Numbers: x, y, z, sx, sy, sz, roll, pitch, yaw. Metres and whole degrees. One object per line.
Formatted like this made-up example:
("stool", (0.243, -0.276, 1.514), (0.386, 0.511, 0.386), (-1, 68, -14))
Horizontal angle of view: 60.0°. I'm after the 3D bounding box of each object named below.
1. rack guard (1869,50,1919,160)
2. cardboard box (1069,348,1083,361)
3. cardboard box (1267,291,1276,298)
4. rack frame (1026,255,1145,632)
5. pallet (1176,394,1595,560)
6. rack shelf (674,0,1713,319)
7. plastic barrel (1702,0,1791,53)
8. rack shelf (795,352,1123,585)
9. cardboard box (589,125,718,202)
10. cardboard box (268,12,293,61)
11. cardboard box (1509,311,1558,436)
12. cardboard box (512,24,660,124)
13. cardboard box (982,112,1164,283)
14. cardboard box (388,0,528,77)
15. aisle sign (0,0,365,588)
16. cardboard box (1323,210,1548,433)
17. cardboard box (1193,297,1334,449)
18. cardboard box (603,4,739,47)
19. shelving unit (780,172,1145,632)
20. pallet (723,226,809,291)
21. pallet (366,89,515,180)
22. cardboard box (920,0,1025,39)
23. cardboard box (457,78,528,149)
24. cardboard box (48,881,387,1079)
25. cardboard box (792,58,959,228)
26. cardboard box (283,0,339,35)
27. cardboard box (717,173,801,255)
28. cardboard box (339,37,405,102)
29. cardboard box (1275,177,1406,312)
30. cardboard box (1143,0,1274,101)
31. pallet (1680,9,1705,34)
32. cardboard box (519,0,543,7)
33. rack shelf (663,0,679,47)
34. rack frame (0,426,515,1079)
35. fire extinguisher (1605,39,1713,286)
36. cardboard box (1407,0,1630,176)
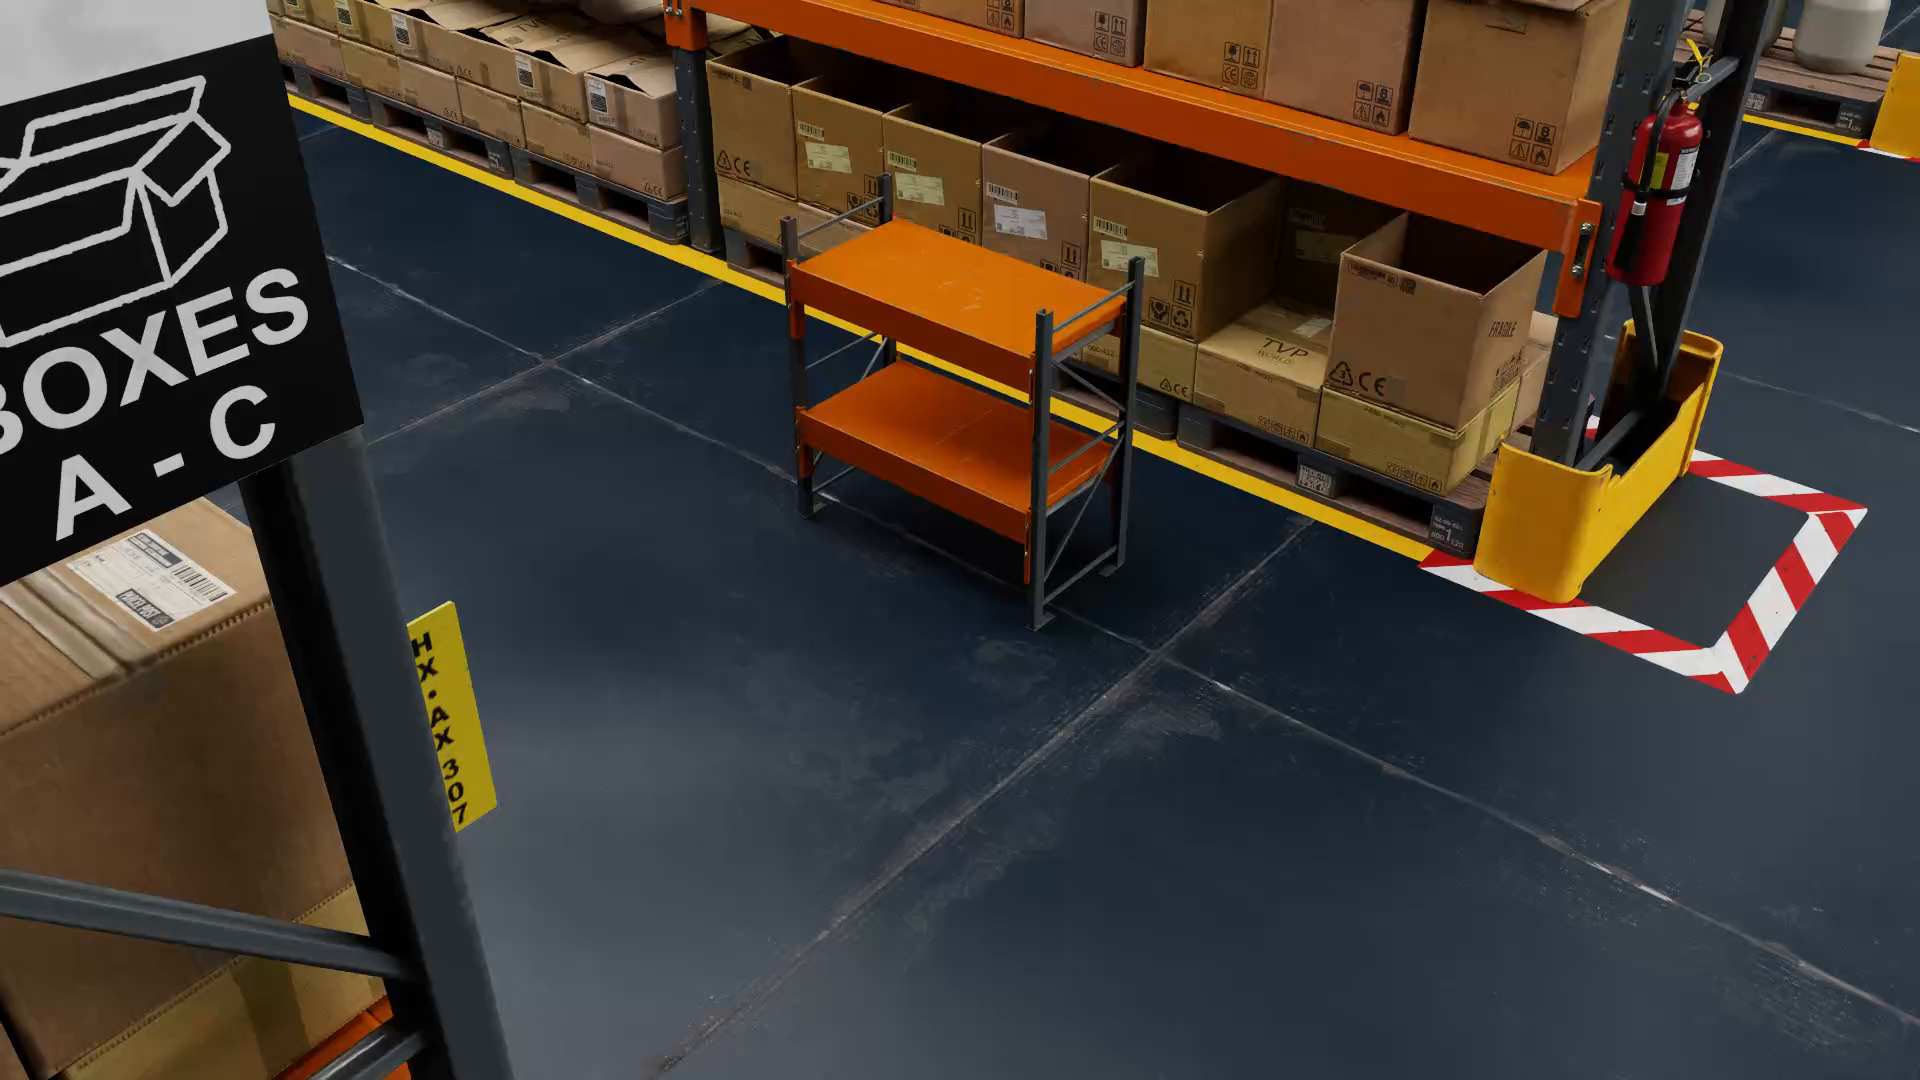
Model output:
("rack guard", (5.278, -2.467, 8.901), (0.348, 0.500, 1.175), (25, 42, 32))
("cardboard box", (0.432, -0.981, 6.586), (0.500, 0.250, 0.500), (25, 42, 32))
("cardboard box", (1.154, -1.029, 6.656), (0.500, 0.250, 0.500), (25, 42, 32))
("rack frame", (0.385, -0.282, 5.167), (0.032, 1.125, 0.500), (25, 42, 32))
("pallet", (1.580, -0.446, 6.214), (1.213, 0.211, 1.003), (25, 42, 32))
("rack shelf", (0.657, -1.765, 6.306), (4.000, 0.370, 1.077), (25, 42, 32))
("plastic barrel", (4.426, -3.025, 9.332), (0.421, 0.512, 0.421), (0, 34, 0))
("rack shelf", (-0.005, -0.265, 5.574), (1.000, 0.278, 0.538), (25, 42, 32))
("cardboard box", (-1.384, -1.850, 7.852), (0.500, 0.250, 0.500), (25, 42, 31))
("cardboard box", (-3.739, -2.957, 9.464), (0.500, 0.250, 0.500), (25, 42, 32))
("cardboard box", (1.924, -0.668, 6.131), (0.500, 0.250, 0.500), (25, 42, 32))
("cardboard box", (-1.779, -2.264, 7.960), (0.500, 0.311, 0.500), (27, 42, 33))
("cardboard box", (0.430, -1.288, 6.372), (0.500, 0.500, 0.500), (25, 42, 32))
("cardboard box", (-2.544, -2.630, 8.492), (0.500, 0.311, 0.500), (25, 41, 31))
("aisle sign", (-0.725, -0.357, 1.323), (0.004, 0.787, 0.394), (25, 42, 32))
("cardboard box", (1.592, -0.751, 5.589), (0.500, 0.500, 0.500), (25, 42, 32))
("cardboard box", (1.201, -0.618, 6.059), (0.500, 0.250, 0.500), (25, 42, 32))
("cardboard box", (-1.420, -2.498, 8.301), (0.500, 0.311, 0.500), (25, 42, 31))
("shelving unit", (-0.005, -0.466, 5.435), (1.048, 1.125, 0.538), (25, 42, 32))
("pallet", (-0.296, -1.330, 7.500), (1.213, 0.211, 1.003), (25, 42, 32))
("pallet", (-2.413, -2.328, 8.954), (1.213, 0.211, 1.003), (25, 42, 32))
("cardboard box", (0.258, -2.298, 6.358), (0.500, 0.500, 0.700), (26, 42, 32))
("cardboard box", (-2.165, -2.219, 8.389), (0.500, 0.250, 0.500), (26, 42, 33))
("cardboard box", (-1.144, 0.558, 2.402), (0.500, 0.250, 0.500), (24, 41, 31))
("cardboard box", (-0.335, -1.653, 6.903), (0.500, 0.500, 0.500), (25, 42, 32))
("cardboard box", (-3.330, -3.002, 9.033), (0.500, 0.311, 0.500), (24, 41, 31))
("cardboard box", (-0.718, -1.526, 7.380), (0.500, 0.250, 0.500), (25, 42, 32))
("cardboard box", (-2.949, -2.590, 8.929), (0.500, 0.250, 0.500), (24, 41, 31))
("cardboard box", (1.539, -1.157, 6.181), (0.500, 0.500, 0.500), (25, 42, 32))
("cardboard box", (1.059, -1.923, 5.813), (0.500, 0.500, 0.700), (26, 42, 32))
("pallet", (3.723, -3.087, 10.059), (1.213, 0.211, 1.003), (25, 42, 32))
("cardboard box", (-2.221, -2.871, 8.844), (0.500, 0.311, 0.500), (27, 42, 33))
("rack shelf", (-2.417, -3.214, 8.416), (4.000, 0.370, 1.077), (25, 42, 32))
("rack frame", (-0.970, 0.818, 1.909), (0.053, 2.616, 0.949), (25, 42, 32))
("fire extinguisher", (1.988, -1.060, 4.713), (0.183, 0.674, 0.296), (25, 42, 32))
("cardboard box", (1.844, -1.553, 5.273), (0.500, 0.500, 0.700), (25, 42, 32))
